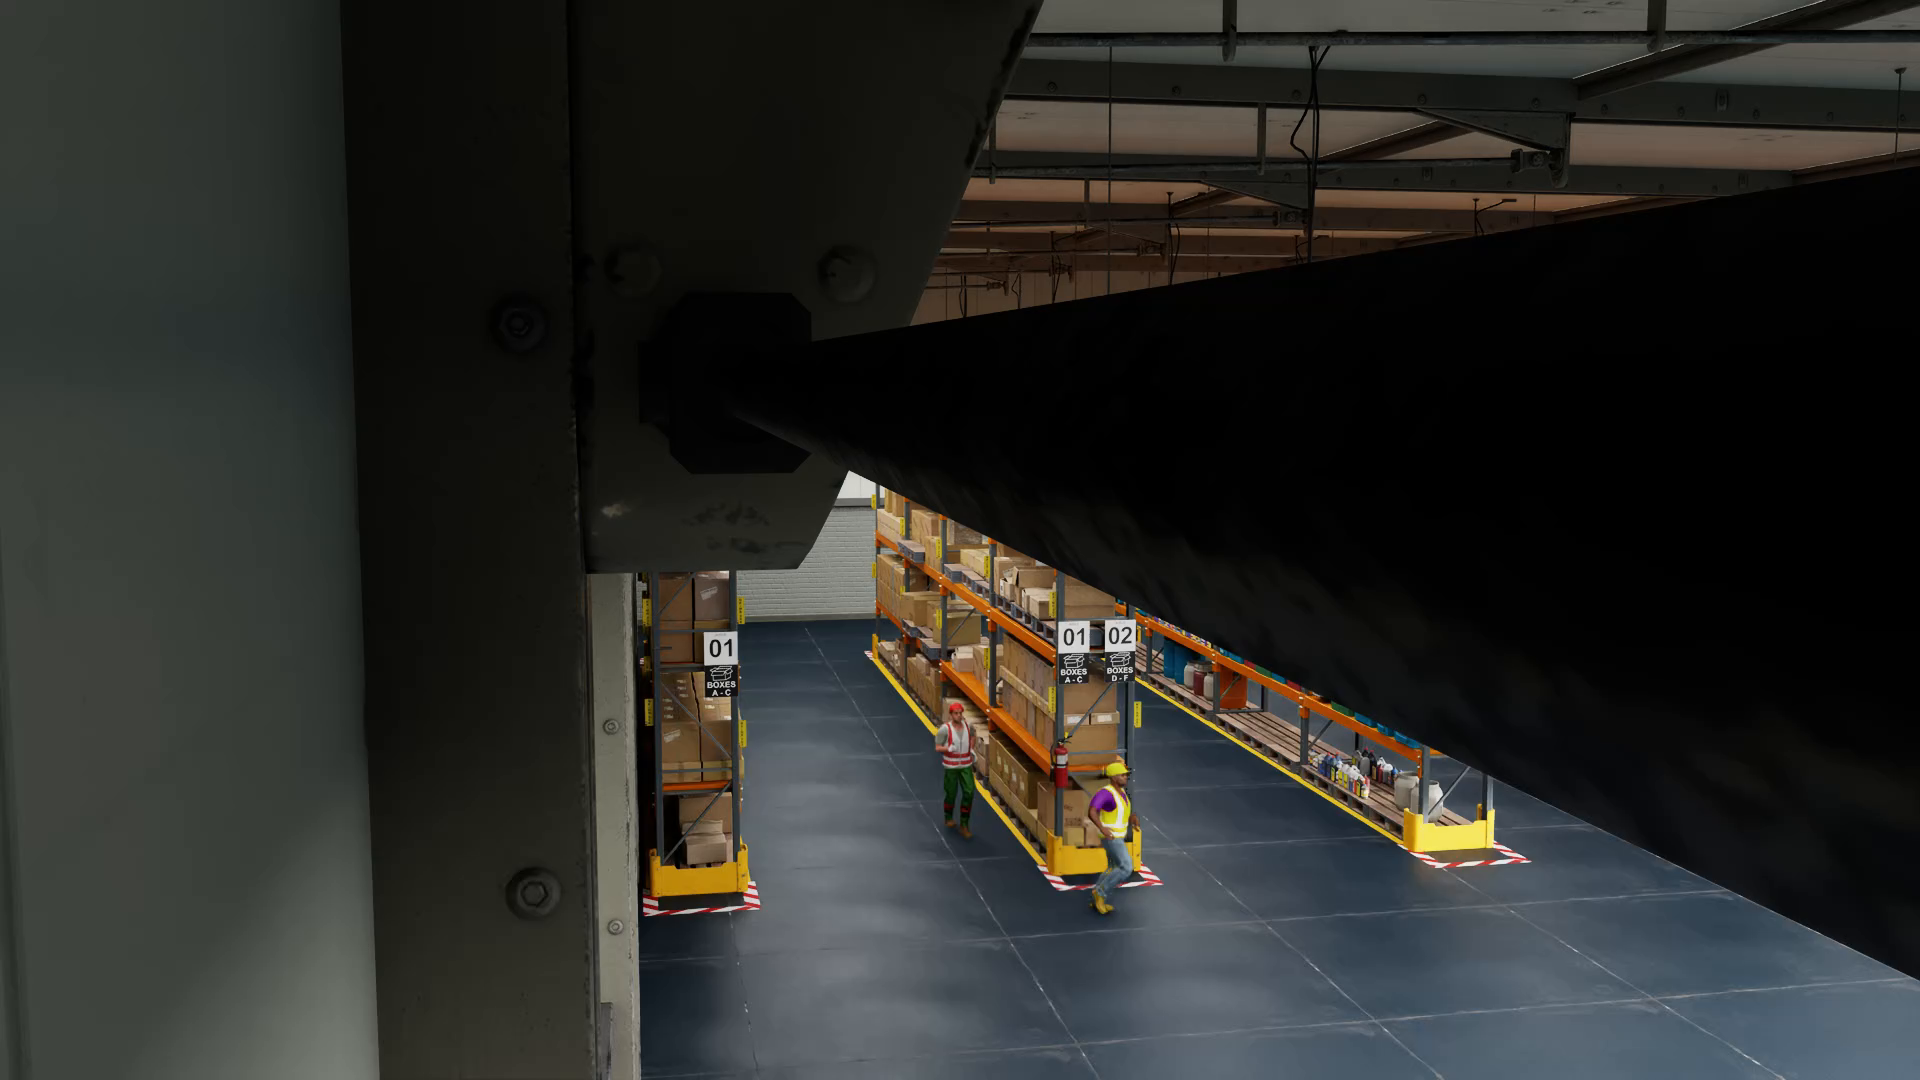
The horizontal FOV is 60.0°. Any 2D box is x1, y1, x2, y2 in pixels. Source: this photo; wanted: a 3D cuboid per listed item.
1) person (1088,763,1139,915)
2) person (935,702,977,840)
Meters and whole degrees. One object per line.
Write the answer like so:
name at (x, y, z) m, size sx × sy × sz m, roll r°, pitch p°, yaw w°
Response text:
person at (1.817, 3.476, 19.515) m, size 0.548 × 1.730 × 0.714 m, roll 2°, pitch 6°, yaw 20°
person at (-0.035, 3.117, 22.605) m, size 0.632 × 1.836 × 0.736 m, roll -2°, pitch 6°, yaw -15°
